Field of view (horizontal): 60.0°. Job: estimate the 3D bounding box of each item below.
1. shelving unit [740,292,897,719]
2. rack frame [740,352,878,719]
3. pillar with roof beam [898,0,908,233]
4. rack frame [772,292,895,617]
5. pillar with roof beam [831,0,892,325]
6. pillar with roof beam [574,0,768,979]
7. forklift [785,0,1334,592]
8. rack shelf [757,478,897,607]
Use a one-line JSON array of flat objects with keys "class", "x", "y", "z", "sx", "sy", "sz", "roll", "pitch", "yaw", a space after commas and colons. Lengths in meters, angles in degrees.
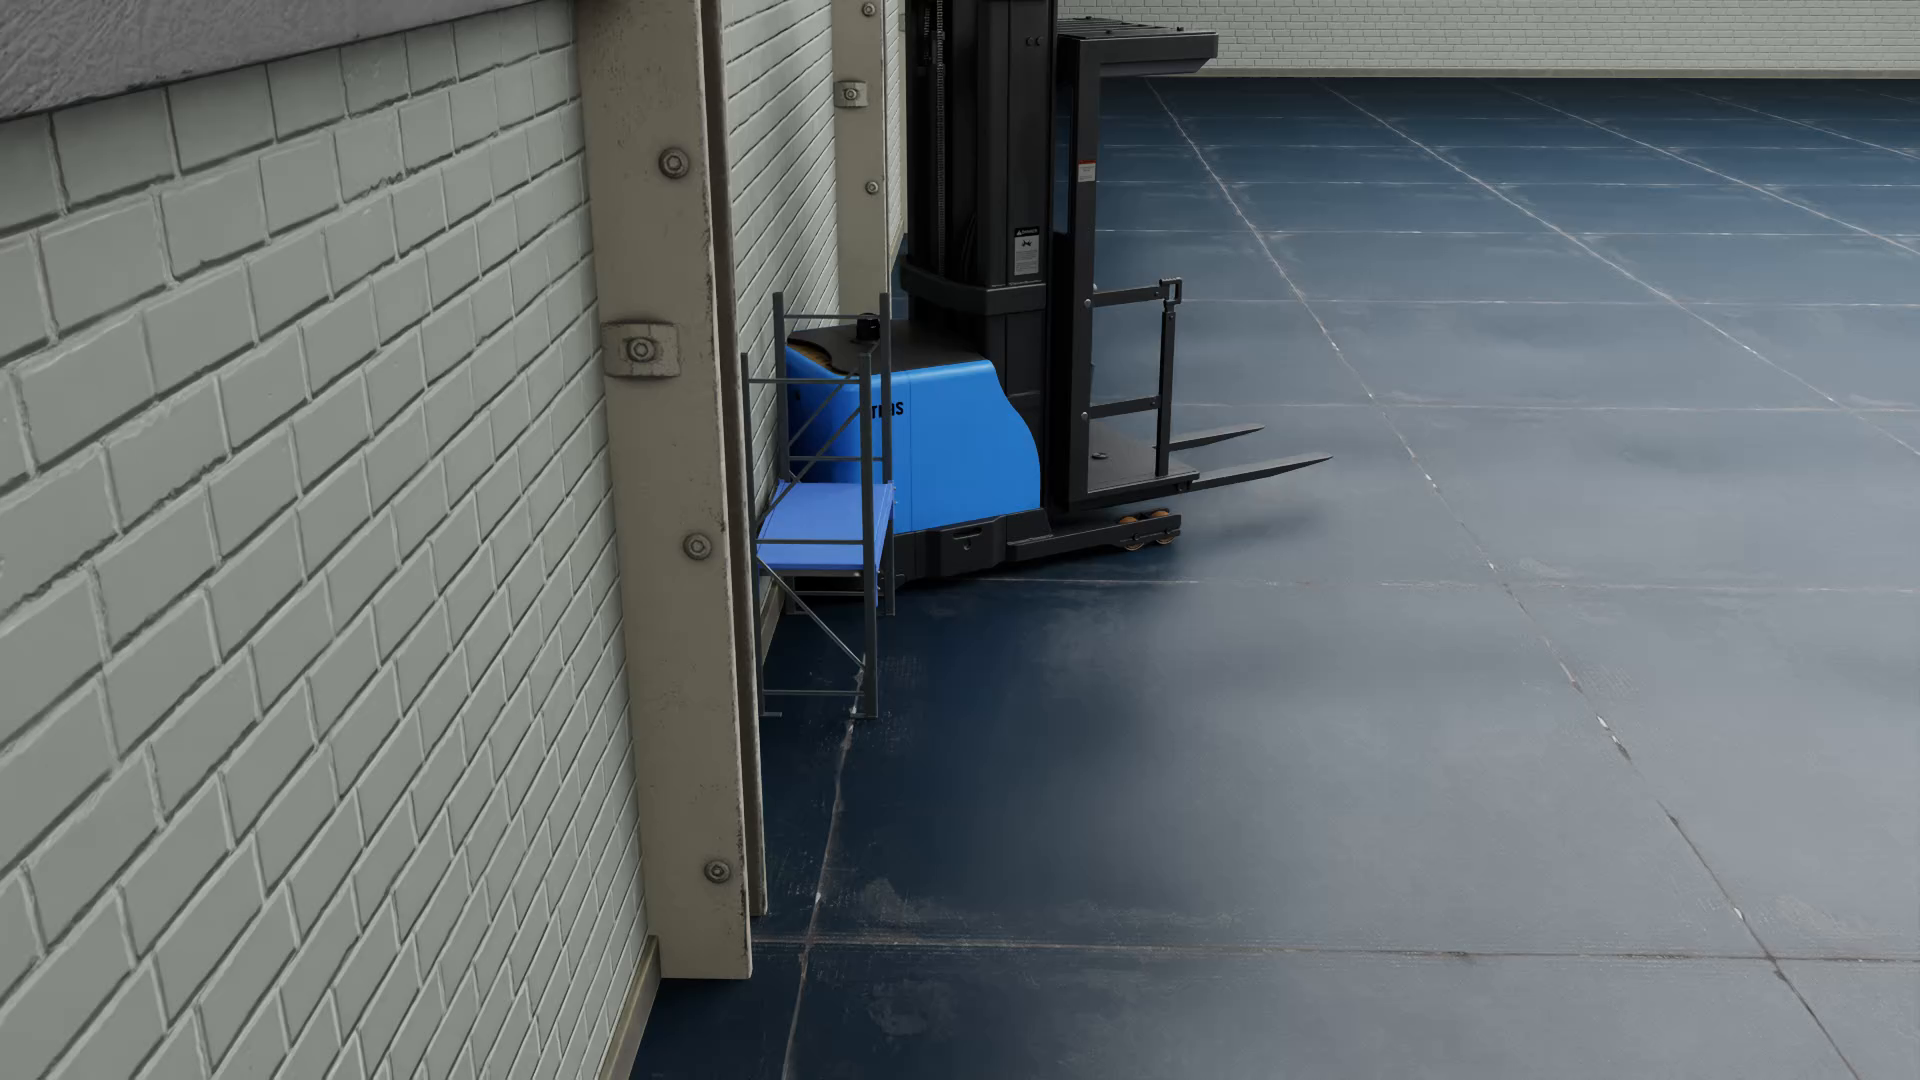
[{"class": "shelving unit", "x": -0.566, "y": -0.173, "z": 6.901, "sx": 0.538, "sy": 1.500, "sz": 1.048, "roll": 1, "pitch": 21, "yaw": 2}, {"class": "rack frame", "x": -0.581, "y": 0.011, "z": 6.428, "sx": 0.500, "sy": 1.500, "sz": 0.032, "roll": 1, "pitch": 21, "yaw": 2}, {"class": "pillar with roof beam", "x": 3.878, "y": -7.220, "z": 14.697, "sx": 9.100, "sy": 9.000, "sz": 0.400, "roll": 1, "pitch": 21, "yaw": 2}, {"class": "rack frame", "x": -0.551, "y": -0.357, "z": 7.375, "sx": 0.500, "sy": 1.500, "sz": 0.032, "roll": 1, "pitch": 21, "yaw": 2}, {"class": "pillar with roof beam", "x": 3.696, "y": -5.051, "z": 9.106, "sx": 9.100, "sy": 9.000, "sz": 0.400, "roll": 1, "pitch": 21, "yaw": 2}, {"class": "pillar with roof beam", "x": 3.513, "y": -2.881, "z": 3.515, "sx": 9.100, "sy": 9.000, "sz": 0.400, "roll": 1, "pitch": 21, "yaw": 2}, {"class": "forklift", "x": 0.551, "y": -1.471, "z": 8.268, "sx": 3.031, "sy": 2.935, "sz": 1.130, "roll": -11, "pitch": 24, "yaw": -26}, {"class": "rack shelf", "x": -0.566, "y": -0.005, "z": 6.967, "sx": 0.538, "sy": 0.185, "sz": 1.000, "roll": 1, "pitch": 21, "yaw": 2}]
